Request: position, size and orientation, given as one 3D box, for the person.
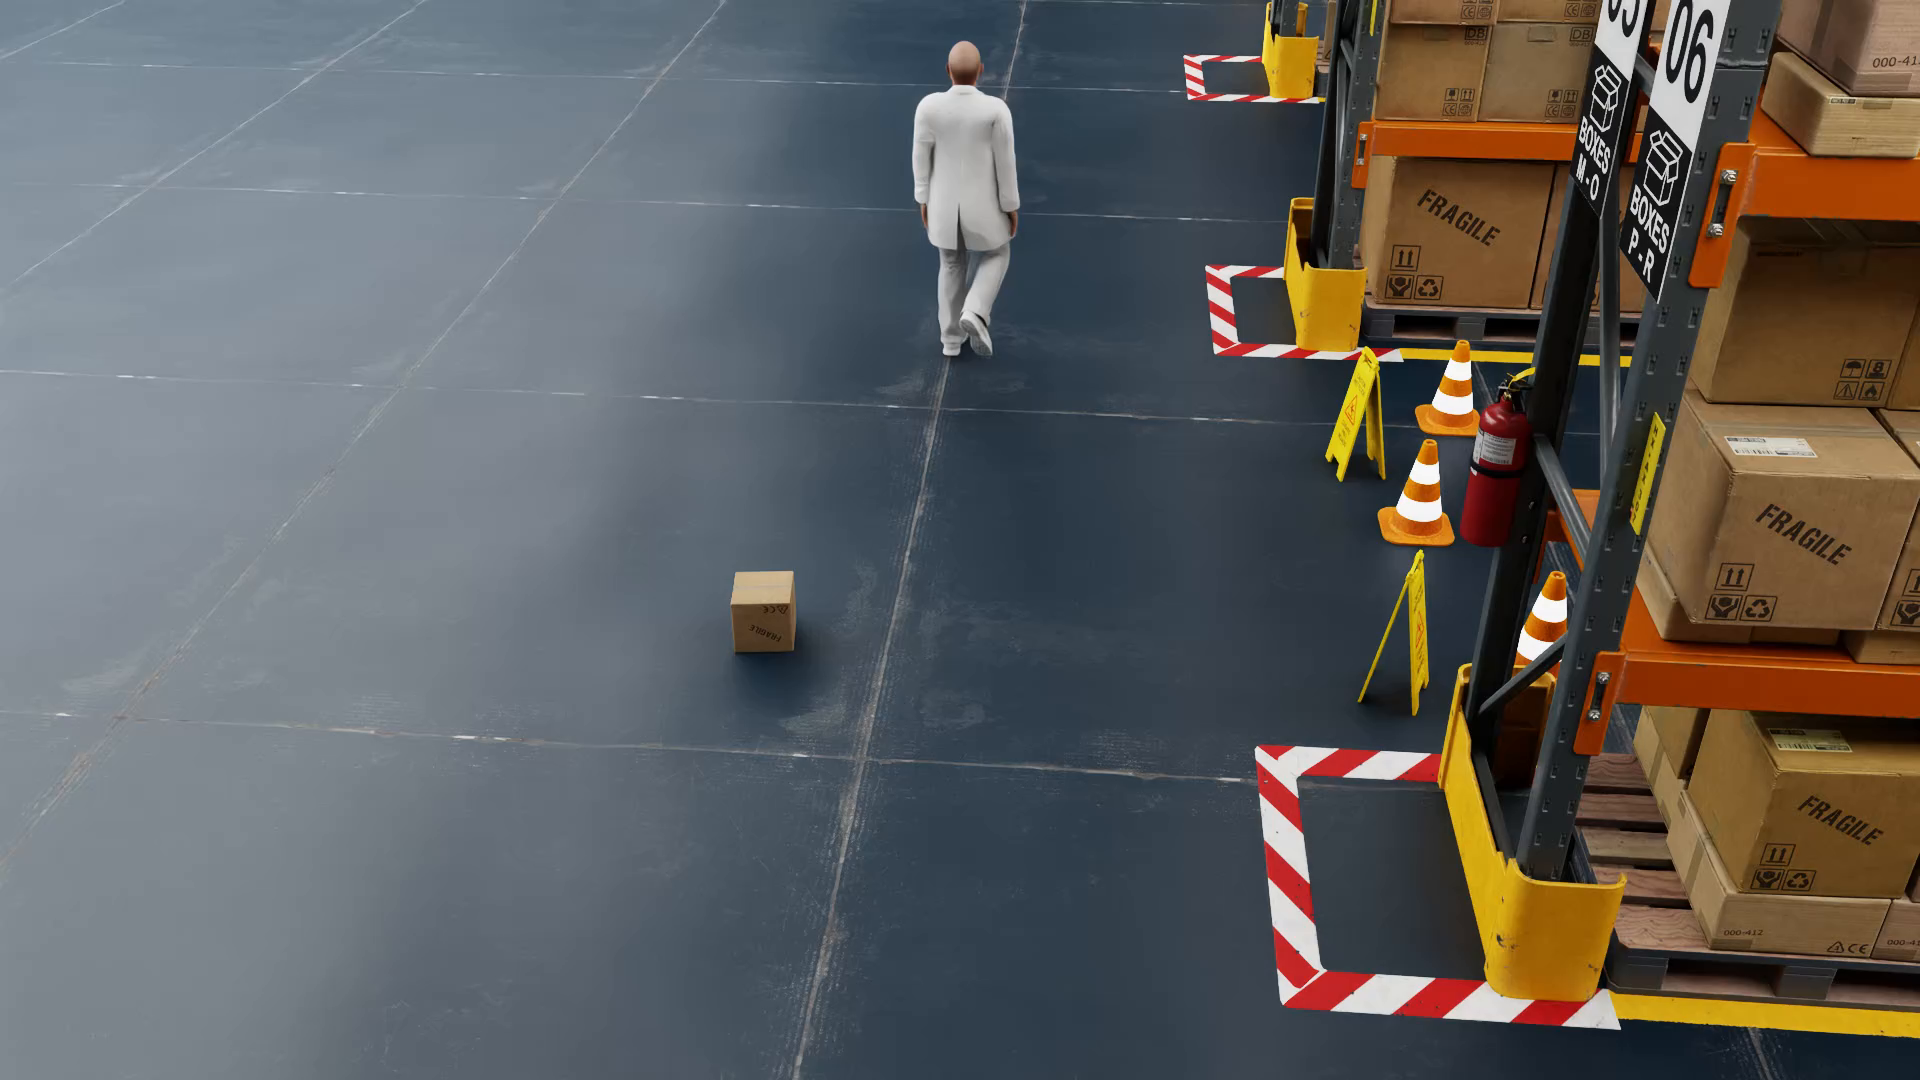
[{"bbox_3d":[0.036,-1.828,9.080,0.595,1.772,0.578,6,32,9],"label":"person"}]
